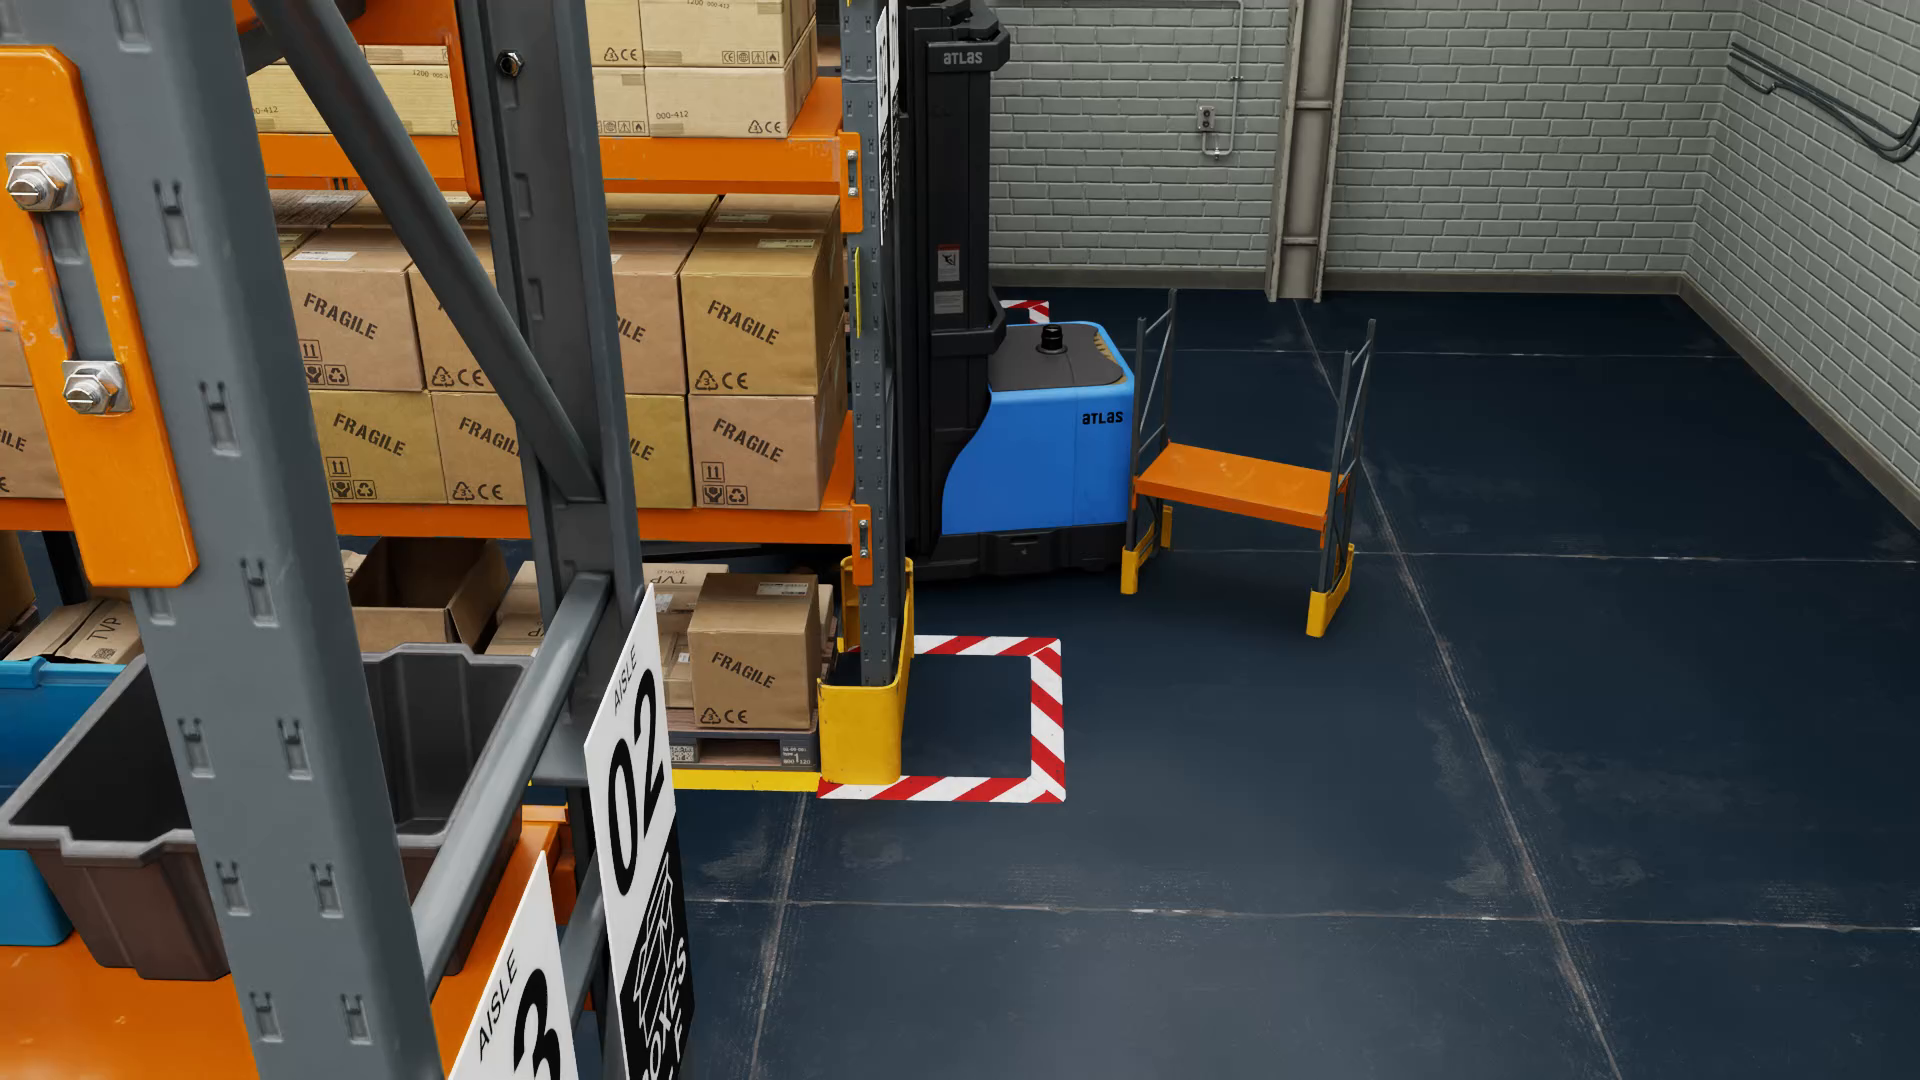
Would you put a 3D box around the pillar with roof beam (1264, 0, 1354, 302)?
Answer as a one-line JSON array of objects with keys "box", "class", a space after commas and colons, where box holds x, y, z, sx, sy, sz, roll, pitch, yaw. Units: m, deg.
[{"box": [2.407, -3.847, 6.899, 0.400, 9.000, 9.100, 1, 28, 2], "class": "pillar with roof beam"}]

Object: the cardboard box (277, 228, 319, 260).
[{"box": [-2.848, -0.928, 6.623, 0.500, 0.500, 0.500, 0, 28, 0], "class": "cardboard box"}]

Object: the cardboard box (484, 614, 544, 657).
[{"box": [-1.841, 0.565, 7.448, 0.500, 0.250, 0.500, 1, 28, 2], "class": "cardboard box"}]

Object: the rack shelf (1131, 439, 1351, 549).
[{"box": [1.441, -0.247, 8.499, 1.000, 0.185, 0.538, 13, 30, 23], "class": "rack shelf"}]

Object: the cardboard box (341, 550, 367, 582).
[{"box": [-3.009, 0.284, 7.912, 0.500, 0.311, 0.500, 1, 28, 2], "class": "cardboard box"}]

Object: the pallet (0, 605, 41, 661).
[{"box": [-5.152, 0.638, 7.821, 1.213, 0.211, 1.003, 1, 28, 2], "class": "pallet"}]

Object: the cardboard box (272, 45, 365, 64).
[{"box": [-2.362, -1.925, 6.102, 0.500, 0.250, 0.500, 1, 28, 2], "class": "cardboard box"}]

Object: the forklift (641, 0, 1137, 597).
[{"box": [-0.618, -1.251, 8.481, 3.031, 2.935, 1.130, -4, 28, -8], "class": "forklift"}]

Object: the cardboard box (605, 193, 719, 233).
[{"box": [-1.298, -1.154, 7.050, 0.500, 0.500, 0.500, 1, 28, 2], "class": "cardboard box"}]

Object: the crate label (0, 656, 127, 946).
[{"box": [-1.430, 0.360, 2.324, 0.502, 0.251, 0.408, 1, 28, 2], "class": "crate label"}]

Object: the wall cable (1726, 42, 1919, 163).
[{"box": [5.470, -3.869, 10.256, 0.112, 2.526, 3.097, 1, 28, 2], "class": "wall cable"}]

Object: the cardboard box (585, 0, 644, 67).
[{"box": [-1.363, -1.909, 6.073, 0.500, 0.250, 0.500, 1, 28, 2], "class": "cardboard box"}]

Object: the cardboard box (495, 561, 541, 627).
[{"box": [-1.873, 0.330, 7.891, 0.500, 0.250, 0.500, 1, 28, 2], "class": "cardboard box"}]

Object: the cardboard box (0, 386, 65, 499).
[{"box": [-3.838, -0.507, 6.896, 0.500, 0.500, 0.500, 2, 28, 3], "class": "cardboard box"}]

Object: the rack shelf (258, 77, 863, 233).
[{"box": [-2.339, -1.573, 6.580, 4.000, 0.370, 1.077, 1, 28, 2], "class": "rack shelf"}]

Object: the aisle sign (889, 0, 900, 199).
[{"box": [-0.262, -1.817, 6.700, 0.004, 0.787, 0.394, 1, 28, 2], "class": "aisle sign"}]

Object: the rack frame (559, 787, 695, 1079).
[{"box": [-0.519, 1.786, 2.678, 0.127, 3.000, 1.000, 1, 28, 2], "class": "rack frame"}]

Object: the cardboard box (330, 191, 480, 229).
[{"box": [-2.305, -1.173, 7.085, 0.500, 0.500, 0.500, 1, 28, 1], "class": "cardboard box"}]

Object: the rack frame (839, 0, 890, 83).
[{"box": [-0.341, -3.183, 5.646, 0.127, 3.000, 1.000, 1, 28, 2], "class": "rack frame"}]

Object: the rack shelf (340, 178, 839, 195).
[{"box": [-2.168, -2.566, 11.656, 4.000, 0.370, 1.077, 1, 28, 2], "class": "rack shelf"}]

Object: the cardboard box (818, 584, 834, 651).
[{"box": [-0.747, 0.365, 7.932, 0.250, 0.149, 0.380, 1, 28, 2], "class": "cardboard box"}]

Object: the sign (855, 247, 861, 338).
[{"box": [-0.380, -0.924, 6.217, 0.005, 0.325, 0.100, 1, 28, 2], "class": "sign"}]

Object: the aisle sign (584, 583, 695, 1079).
[{"box": [-0.437, 0.500, 2.329, 0.004, 0.787, 0.394, 1, 28, 2], "class": "aisle sign"}]

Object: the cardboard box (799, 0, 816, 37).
[{"box": [-0.845, -2.142, 6.513, 0.500, 0.250, 0.500, 1, 28, 2], "class": "cardboard box"}]

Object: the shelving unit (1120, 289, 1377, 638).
[{"box": [1.449, -0.404, 8.411, 1.083, 1.500, 0.587, 13, 30, 23], "class": "shelving unit"}]

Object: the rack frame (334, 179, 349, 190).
[{"box": [-4.167, -2.917, 11.550, 0.127, 3.000, 1.000, 1, 28, 2], "class": "rack frame"}]

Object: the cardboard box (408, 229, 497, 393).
[{"box": [-1.818, -0.911, 6.592, 0.500, 0.500, 0.500, 2, 28, 3], "class": "cardboard box"}]

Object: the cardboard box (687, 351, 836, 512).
[{"box": [-0.798, -0.456, 6.801, 0.500, 0.500, 0.500, 2, 28, 3], "class": "cardboard box"}]

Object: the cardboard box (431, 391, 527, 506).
[{"box": [-1.815, -0.474, 6.835, 0.500, 0.500, 0.500, 1, 28, 2], "class": "cardboard box"}]

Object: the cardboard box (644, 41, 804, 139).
[{"box": [-0.863, -1.676, 6.167, 0.500, 0.250, 0.500, 1, 28, 2], "class": "cardboard box"}]

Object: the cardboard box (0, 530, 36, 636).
[{"box": [-4.813, 0.190, 7.889, 0.500, 0.500, 0.500, 0, 28, -1], "class": "cardboard box"}]

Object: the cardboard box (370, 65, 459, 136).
[{"box": [-1.863, -1.692, 6.196, 0.500, 0.250, 0.500, 1, 28, 2], "class": "cardboard box"}]

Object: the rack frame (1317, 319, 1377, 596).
[{"box": [1.899, -0.303, 8.220, 0.032, 1.500, 0.500, 13, 30, 23], "class": "rack frame"}]

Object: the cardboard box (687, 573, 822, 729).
[{"box": [-0.893, 0.484, 7.333, 0.500, 0.500, 0.500, 1, 28, 2], "class": "cardboard box"}]

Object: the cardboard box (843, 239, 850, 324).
[{"box": [-0.873, -1.897, 11.846, 0.500, 0.500, 0.700, 1, 28, 2], "class": "cardboard box"}]

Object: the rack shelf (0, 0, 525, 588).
[{"box": [-2.518, -0.403, 1.597, 4.000, 0.370, 1.077, 1, 28, 2], "class": "rack shelf"}]

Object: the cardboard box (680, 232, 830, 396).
[{"box": [-0.795, -0.897, 6.565, 0.500, 0.500, 0.500, 1, 28, 1], "class": "cardboard box"}]

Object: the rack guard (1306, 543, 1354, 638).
[{"box": [1.898, 0.249, 8.513, 0.087, 0.250, 0.587, 13, 30, 23], "class": "rack guard"}]

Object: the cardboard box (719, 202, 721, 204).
[{"box": [-1.751, -2.291, 11.897, 0.250, 0.149, 0.380, 1, 28, 3], "class": "cardboard box"}]
